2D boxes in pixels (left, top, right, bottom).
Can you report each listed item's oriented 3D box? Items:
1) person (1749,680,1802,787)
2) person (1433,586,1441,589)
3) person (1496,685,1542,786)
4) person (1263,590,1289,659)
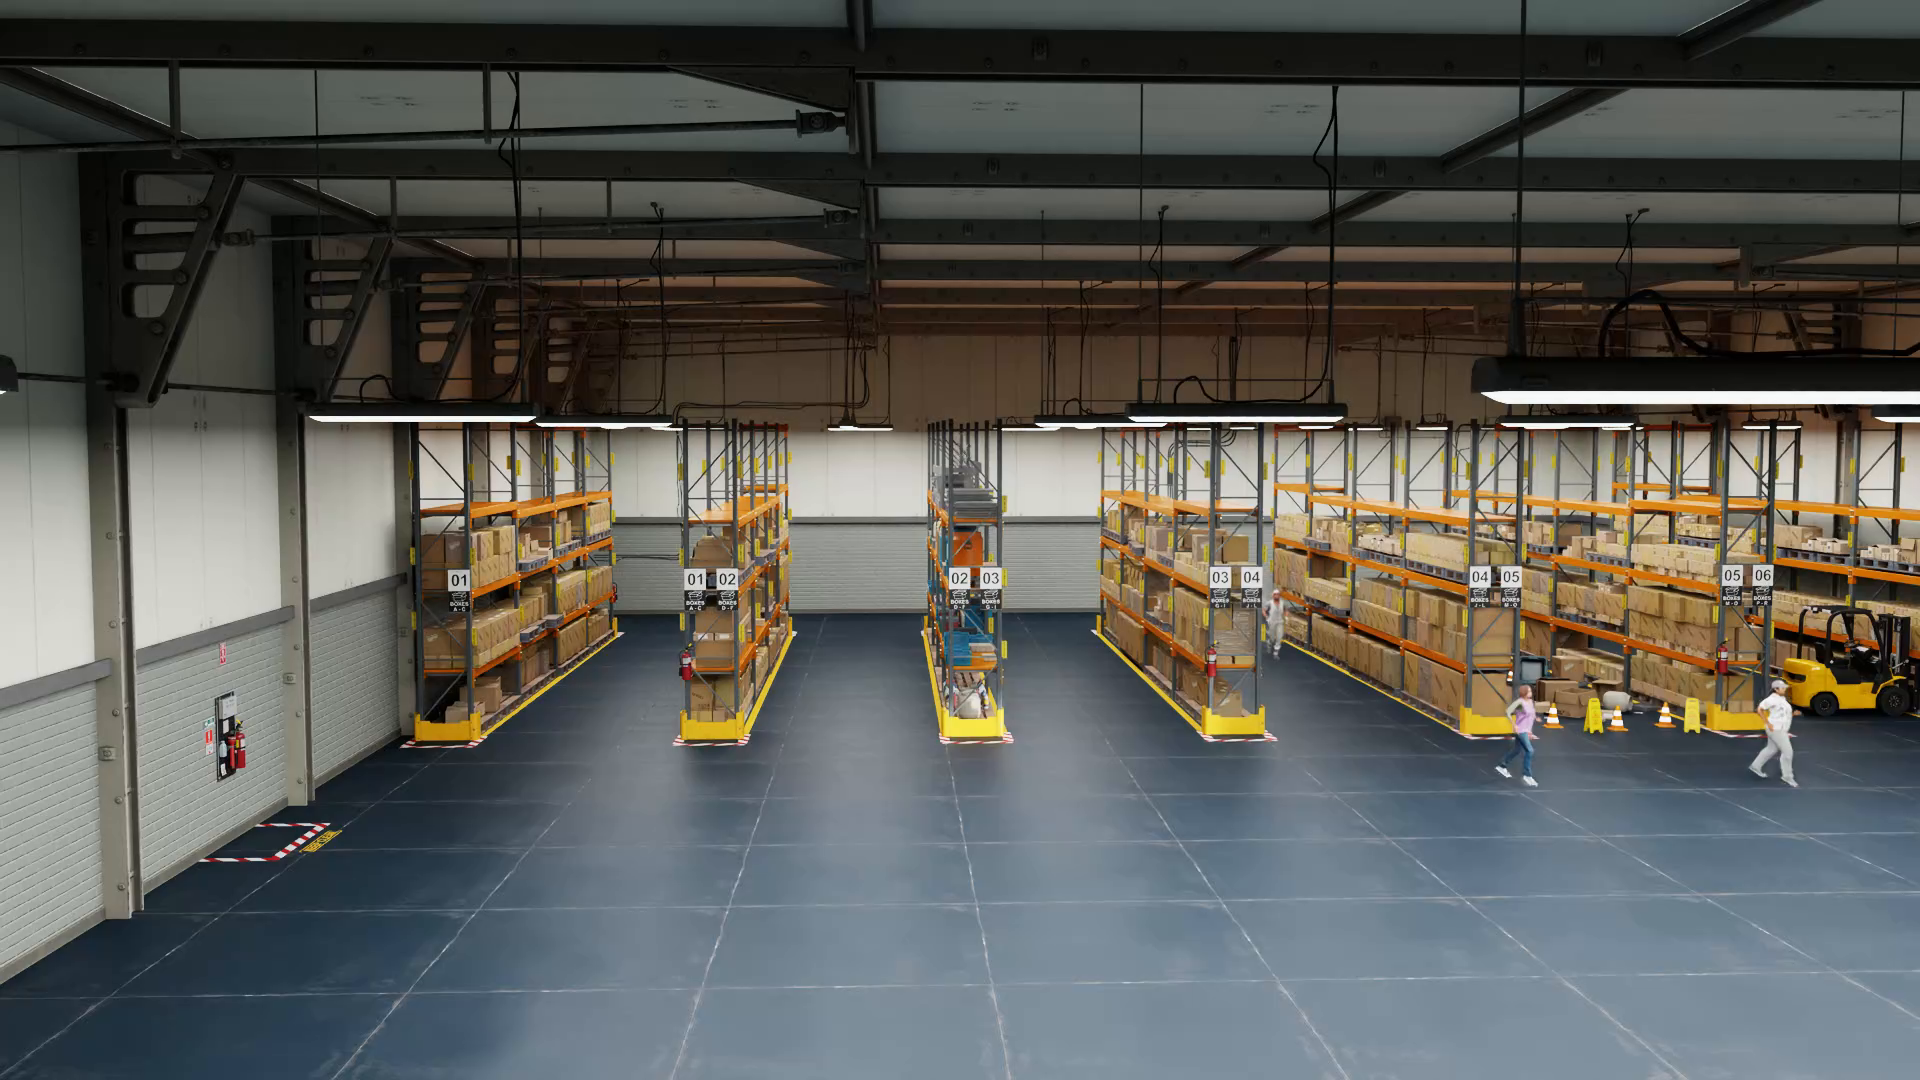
[{"bbox_3d":[13.351,3.144,27.214,0.814,1.718,0.587,3,5,37],"label":"person"},{"bbox_3d":[14.222,1.750,49.385,0.632,1.621,0.675,2,4,22],"label":"person"},{"bbox_3d":[9.167,3.261,27.286,0.736,1.449,0.533,3,5,39],"label":"person"},{"bbox_3d":[8.058,2.136,42.420,0.681,1.761,0.633,0,4,-5],"label":"person"}]
